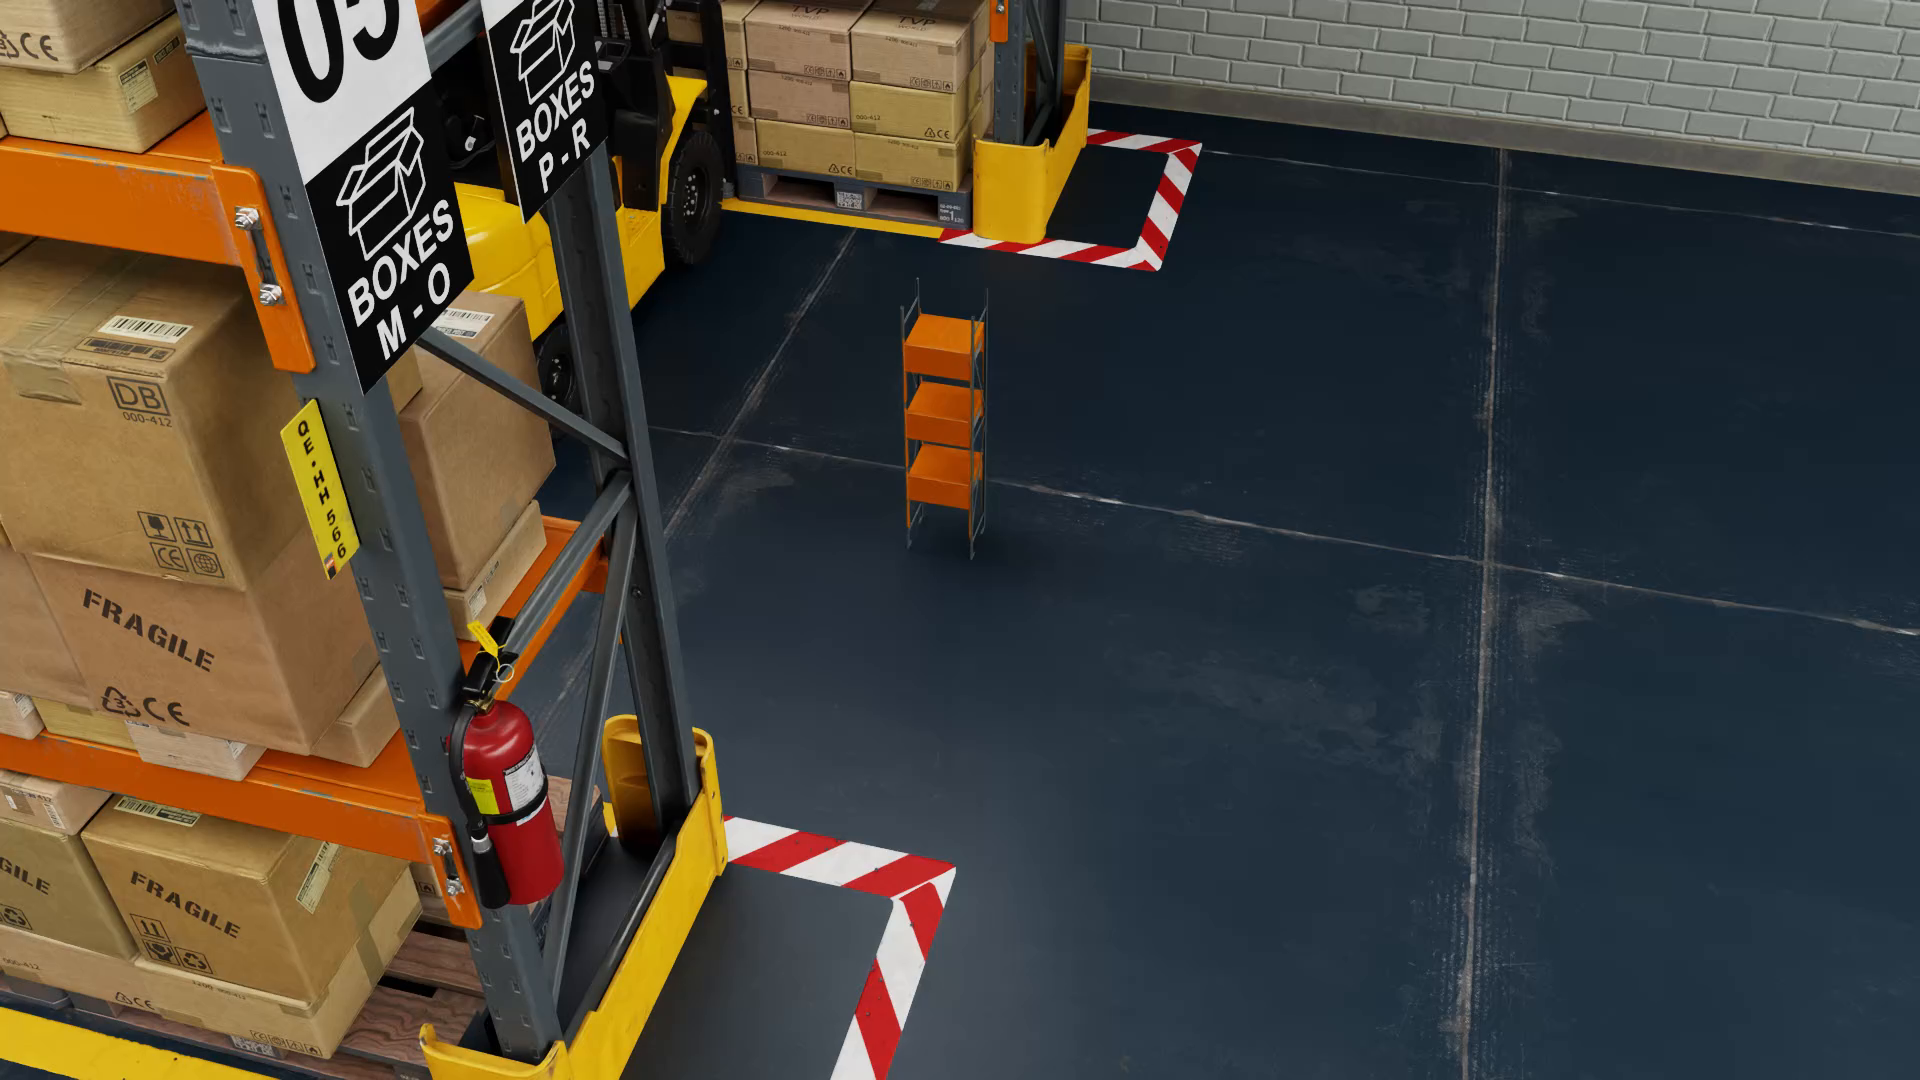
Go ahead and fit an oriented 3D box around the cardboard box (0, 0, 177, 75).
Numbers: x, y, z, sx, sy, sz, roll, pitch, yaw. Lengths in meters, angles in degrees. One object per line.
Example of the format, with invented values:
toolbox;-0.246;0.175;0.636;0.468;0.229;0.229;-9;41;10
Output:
cardboard box;-1.502;-0.983;2.641;0.500;0.250;0.500;9;41;11

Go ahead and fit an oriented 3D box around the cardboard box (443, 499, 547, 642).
cardboard box;-1.213;0.051;4.052;0.250;0.149;0.380;10;41;12

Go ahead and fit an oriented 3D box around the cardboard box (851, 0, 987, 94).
cardboard box;-0.185;-2.318;7.712;0.500;0.250;0.500;11;41;13

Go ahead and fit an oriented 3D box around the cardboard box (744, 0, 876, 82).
cardboard box;-0.679;-2.399;7.809;0.500;0.250;0.500;10;41;12

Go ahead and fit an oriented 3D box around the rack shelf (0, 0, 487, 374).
rack shelf;-2.871;-1.066;3.414;4.000;0.370;1.077;10;41;11

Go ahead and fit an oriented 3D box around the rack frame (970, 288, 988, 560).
rack frame;0.066;-0.391;5.899;0.008;1.050;0.200;10;41;11

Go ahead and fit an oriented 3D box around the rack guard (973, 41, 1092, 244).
rack guard;0.364;-1.983;8.223;0.348;0.500;1.175;10;41;11

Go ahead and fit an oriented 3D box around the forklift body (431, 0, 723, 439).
forklift body;-1.962;-1.801;6.722;1.214;2.155;2.313;10;41;11

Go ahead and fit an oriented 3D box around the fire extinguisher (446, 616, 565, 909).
fire extinguisher;-0.947;0.475;3.412;0.183;0.674;0.296;10;41;11

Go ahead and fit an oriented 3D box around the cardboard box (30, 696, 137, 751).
cardboard box;-1.871;0.278;3.782;0.250;0.149;0.380;9;41;11

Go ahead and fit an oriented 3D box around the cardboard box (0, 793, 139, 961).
cardboard box;-2.285;0.689;4.326;0.500;0.500;0.500;11;41;13

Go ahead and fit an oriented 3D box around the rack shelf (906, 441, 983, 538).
rack shelf;-0.052;-0.190;6.108;0.240;0.259;0.215;10;41;11

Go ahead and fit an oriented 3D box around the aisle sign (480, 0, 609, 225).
aisle sign;-0.799;-1.038;3.132;0.004;0.787;0.394;10;41;11

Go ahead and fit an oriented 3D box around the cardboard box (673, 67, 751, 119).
cardboard box;-1.196;-2.293;8.071;0.500;0.250;0.500;9;41;10

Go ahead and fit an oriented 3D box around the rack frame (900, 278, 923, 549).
rack frame;-0.170;-0.431;5.947;0.008;1.050;0.200;10;41;11

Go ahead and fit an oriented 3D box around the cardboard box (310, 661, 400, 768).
cardboard box;-1.355;0.307;3.748;0.250;0.149;0.380;11;41;13

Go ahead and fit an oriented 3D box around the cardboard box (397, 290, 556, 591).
cardboard box;-1.324;-0.263;3.922;0.500;0.500;0.500;9;41;11

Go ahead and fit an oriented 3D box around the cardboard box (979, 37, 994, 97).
cardboard box;-0.060;-2.451;8.259;0.500;0.250;0.500;10;41;12

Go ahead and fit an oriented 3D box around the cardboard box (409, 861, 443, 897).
cardboard box;-1.646;0.726;4.865;0.500;0.250;0.500;9;41;11

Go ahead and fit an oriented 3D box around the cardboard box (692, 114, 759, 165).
cardboard box;-1.153;-2.112;8.243;0.500;0.250;0.500;10;41;12

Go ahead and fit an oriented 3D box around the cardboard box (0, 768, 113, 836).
cardboard box;-2.152;0.506;4.039;0.250;0.149;0.380;11;41;13

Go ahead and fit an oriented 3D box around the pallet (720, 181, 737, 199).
pallet;-1.583;-2.182;8.684;1.213;0.211;1.003;10;41;11

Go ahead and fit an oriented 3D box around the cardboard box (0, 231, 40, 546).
cardboard box;-1.975;-0.433;3.347;0.500;0.500;0.700;10;41;12

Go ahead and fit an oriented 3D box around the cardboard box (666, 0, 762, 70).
cardboard box;-1.169;-2.477;7.901;0.500;0.250;0.500;10;41;12

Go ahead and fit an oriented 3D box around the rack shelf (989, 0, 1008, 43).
rack shelf;-1.591;-3.002;8.051;4.000;0.370;1.077;10;41;11

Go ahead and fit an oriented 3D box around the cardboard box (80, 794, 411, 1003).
cardboard box;-1.780;0.774;4.225;0.500;0.500;0.500;10;41;12

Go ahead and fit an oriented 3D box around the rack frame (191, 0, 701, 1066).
rack frame;-0.939;0.140;3.751;0.127;3.000;1.000;10;41;11

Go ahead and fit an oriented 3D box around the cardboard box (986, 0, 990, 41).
cardboard box;-0.074;-2.633;8.087;0.500;0.250;0.500;9;41;11

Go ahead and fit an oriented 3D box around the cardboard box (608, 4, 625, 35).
cardboard box;-1.657;-2.566;8.007;0.500;0.250;0.500;9;41;11

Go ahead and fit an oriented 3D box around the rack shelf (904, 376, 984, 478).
rack shelf;-0.052;-0.403;5.930;0.240;0.259;0.215;10;41;11

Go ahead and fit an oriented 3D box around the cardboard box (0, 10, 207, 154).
cardboard box;-1.356;-0.798;2.731;0.250;0.149;0.380;10;41;12

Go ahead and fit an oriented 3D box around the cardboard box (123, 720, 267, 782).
cardboard box;-1.628;0.334;3.716;0.250;0.149;0.380;9;41;11

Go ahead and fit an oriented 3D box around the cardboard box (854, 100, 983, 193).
cardboard box;-0.195;-1.934;8.032;0.500;0.250;0.500;10;41;12

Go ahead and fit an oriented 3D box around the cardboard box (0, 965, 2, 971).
cardboard box;-2.794;0.890;4.669;0.500;0.250;0.500;8;41;10

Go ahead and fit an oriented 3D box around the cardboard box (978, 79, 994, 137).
cardboard box;-0.083;-2.256;8.415;0.500;0.250;0.500;10;41;12

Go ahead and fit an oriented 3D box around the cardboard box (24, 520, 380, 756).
cardboard box;-1.534;0.069;3.527;0.500;0.500;0.500;9;41;11

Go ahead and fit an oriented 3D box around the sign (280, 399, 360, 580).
sign;-1.101;-0.083;2.871;0.005;0.325;0.100;10;41;11

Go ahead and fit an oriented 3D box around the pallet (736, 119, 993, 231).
pallet;-0.409;-1.978;8.441;1.213;0.211;1.003;10;41;11

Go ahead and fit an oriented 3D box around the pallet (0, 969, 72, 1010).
pallet;-2.962;0.834;5.093;1.213;0.211;1.003;10;41;11

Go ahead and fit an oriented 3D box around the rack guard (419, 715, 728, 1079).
rack guard;-1.012;1.084;4.570;0.348;0.500;1.175;10;41;11

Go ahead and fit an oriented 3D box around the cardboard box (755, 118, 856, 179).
cardboard box;-0.673;-2.023;8.138;0.500;0.250;0.500;10;41;11

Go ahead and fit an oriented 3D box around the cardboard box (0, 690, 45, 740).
cardboard box;-2.127;0.254;3.811;0.250;0.149;0.380;10;41;12

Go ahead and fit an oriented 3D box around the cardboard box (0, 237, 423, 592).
cardboard box;-1.488;-0.345;3.241;0.500;0.500;0.700;9;41;10

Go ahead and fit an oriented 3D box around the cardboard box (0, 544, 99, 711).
cardboard box;-2.017;-0.018;3.629;0.500;0.500;0.500;10;41;12

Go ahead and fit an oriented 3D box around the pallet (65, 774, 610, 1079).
pallet;-1.788;1.038;4.850;1.213;0.211;1.003;10;41;11

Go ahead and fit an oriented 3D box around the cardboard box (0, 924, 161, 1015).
cardboard box;-2.287;0.974;4.570;0.500;0.250;0.500;10;41;12

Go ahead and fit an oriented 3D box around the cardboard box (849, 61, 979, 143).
cardboard box;-0.210;-2.131;7.877;0.500;0.250;0.500;9;41;11

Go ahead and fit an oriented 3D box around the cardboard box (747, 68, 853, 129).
cardboard box;-0.692;-2.221;7.985;0.500;0.250;0.500;9;41;11

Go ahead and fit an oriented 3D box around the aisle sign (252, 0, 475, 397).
aisle sign;-0.954;-0.665;2.688;0.004;0.787;0.394;10;41;11

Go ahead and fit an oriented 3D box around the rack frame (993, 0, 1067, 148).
rack frame;0.341;-2.945;7.424;0.127;3.000;1.000;10;41;11

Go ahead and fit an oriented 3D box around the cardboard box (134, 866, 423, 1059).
cardboard box;-1.812;1.061;4.466;0.500;0.250;0.500;10;41;11

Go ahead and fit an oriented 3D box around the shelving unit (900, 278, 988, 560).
shelving unit;-0.052;-0.411;5.923;0.252;1.050;0.215;10;41;11

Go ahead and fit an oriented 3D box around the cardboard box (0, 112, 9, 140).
cardboard box;-1.604;-0.819;2.756;0.250;0.149;0.380;10;41;12

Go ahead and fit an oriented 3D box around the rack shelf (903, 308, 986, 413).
rack shelf;-0.052;-0.620;5.747;0.240;0.259;0.215;10;41;11

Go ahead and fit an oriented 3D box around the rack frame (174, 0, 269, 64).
rack frame;-0.939;-2.157;1.822;0.127;3.000;1.000;10;41;11

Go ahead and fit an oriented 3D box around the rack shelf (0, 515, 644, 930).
rack shelf;-2.871;0.083;4.378;4.000;0.370;1.077;10;41;11
